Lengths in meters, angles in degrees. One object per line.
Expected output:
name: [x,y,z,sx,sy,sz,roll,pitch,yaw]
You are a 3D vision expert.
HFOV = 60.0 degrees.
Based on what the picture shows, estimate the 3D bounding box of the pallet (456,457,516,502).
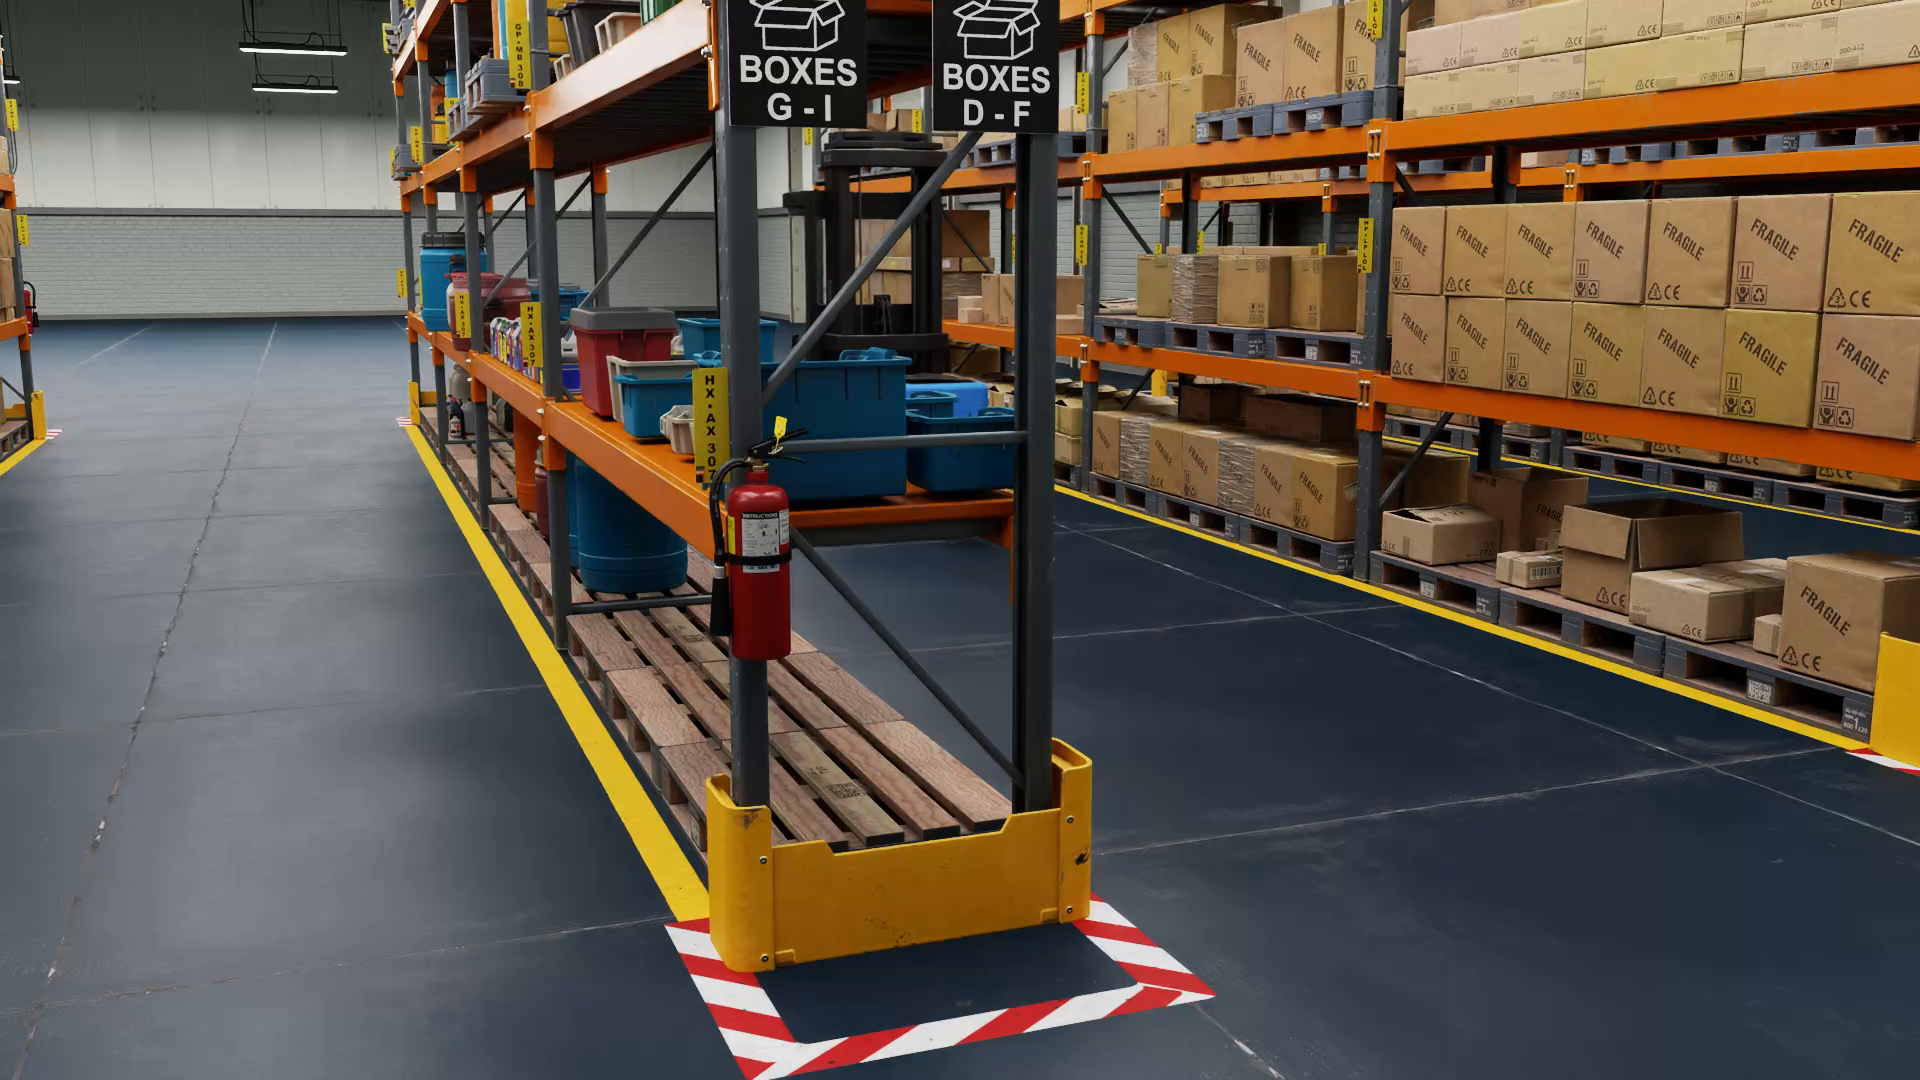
pallet: [-3.779,-0.542,14.365,1.003,0.211,1.213,-4,11,-21]

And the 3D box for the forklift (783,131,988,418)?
forklift: [-0.783,-1.769,13.495,1.130,2.935,3.031,-4,11,-21]

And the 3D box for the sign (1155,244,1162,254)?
sign: [2.733,-3.913,22.884,0.100,0.325,0.005,-4,11,-21]

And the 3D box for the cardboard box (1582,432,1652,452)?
cardboard box: [6.282,-1.236,15.242,0.750,0.750,0.750,-4,11,-22]

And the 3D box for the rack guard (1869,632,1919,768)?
rack guard: [4.393,0.623,6.989,1.175,0.500,0.348,-4,11,-21]

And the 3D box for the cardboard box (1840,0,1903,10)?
cardboard box: [3.997,-2.312,6.788,0.500,0.250,0.500,-4,11,-21]

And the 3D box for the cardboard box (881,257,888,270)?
cardboard box: [-0.685,-3.161,18.985,0.380,0.149,0.250,-4,11,-19]

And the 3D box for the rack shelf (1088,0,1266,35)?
rack shelf: [2.247,-3.977,11.779,1.077,0.370,4.000,-4,11,-21]

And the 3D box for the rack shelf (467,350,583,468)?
rack shelf: [-2.372,-0.907,10.506,1.077,0.370,4.000,-4,11,-21]

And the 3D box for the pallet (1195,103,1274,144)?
pallet: [2.422,-2.912,11.699,1.213,0.211,1.003,-4,11,-21]

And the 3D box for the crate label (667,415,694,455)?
crate label: [-0.877,-0.395,6.156,0.396,0.136,0.243,-4,11,-21]

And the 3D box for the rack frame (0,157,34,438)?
rack frame: [-10.612,-2.579,17.852,1.000,3.000,0.127,-4,11,-21]

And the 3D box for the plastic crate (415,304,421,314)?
plastic crate: [-5.971,-2.597,18.706,0.298,0.136,0.250,-4,11,-21]

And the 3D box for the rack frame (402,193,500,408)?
rack frame: [-5.995,-2.893,19.619,1.000,3.000,0.127,-4,11,-21]

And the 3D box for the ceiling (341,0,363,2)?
ceiling: [-21.032,-15.884,49.828,6.000,0.001,6.000,-4,11,-21]

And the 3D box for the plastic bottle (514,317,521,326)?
plastic bottle: [-3.099,-1.445,11.831,0.152,0.276,0.135,-4,11,-21]

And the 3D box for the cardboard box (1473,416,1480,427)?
cardboard box: [5.750,-1.407,17.149,0.700,0.500,0.500,-4,11,-21]

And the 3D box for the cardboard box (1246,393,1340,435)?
cardboard box: [2.478,-0.943,12.394,0.500,0.250,0.500,-4,11,-22]

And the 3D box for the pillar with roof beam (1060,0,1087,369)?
pillar with roof beam: [-1.888,-7.122,26.264,9.100,9.000,0.548,-4,11,-21]

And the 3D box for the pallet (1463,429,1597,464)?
pallet: [5.856,-0.971,16.774,1.003,0.211,1.213,-4,11,-21]

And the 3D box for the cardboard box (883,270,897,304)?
cardboard box: [-0.470,-2.843,19.052,0.700,0.500,0.500,-4,11,-20]

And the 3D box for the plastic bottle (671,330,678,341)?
plastic bottle: [-1.704,-1.109,9.921,0.061,0.283,0.133,-4,11,-21]

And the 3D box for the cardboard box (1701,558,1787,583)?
cardboard box: [4.126,0.272,8.421,0.500,0.250,0.500,-4,11,-21]

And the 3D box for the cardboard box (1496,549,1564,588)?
cardboard box: [3.245,0.153,9.328,0.380,0.166,0.250,-4,11,-21]

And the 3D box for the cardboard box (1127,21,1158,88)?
cardboard box: [1.674,-3.848,13.280,0.500,0.500,0.500,-4,11,-21]

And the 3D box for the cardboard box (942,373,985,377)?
cardboard box: [-0.010,-1.600,17.399,0.500,0.311,0.500,-4,11,-21]

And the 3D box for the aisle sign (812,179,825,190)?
aisle sign: [-1.687,-4.478,21.106,0.394,0.787,0.004,-4,11,-21]

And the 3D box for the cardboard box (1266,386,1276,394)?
cardboard box: [4.127,-1.944,21.169,0.380,0.149,0.250,-5,11,-25]

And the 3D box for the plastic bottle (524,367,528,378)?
plastic bottle: [-2.539,-1.119,9.999,0.152,0.276,0.135,-4,11,-21]

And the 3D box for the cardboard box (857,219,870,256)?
cardboard box: [-0.822,-3.641,19.836,0.700,0.500,0.500,-4,11,-21]

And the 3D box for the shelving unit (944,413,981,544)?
shelving unit: [0.003,-0.442,11.834,0.258,0.900,0.210,-4,11,-21]

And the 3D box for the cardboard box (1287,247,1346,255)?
cardboard box: [4.228,-3.232,19.752,0.500,0.500,0.500,-4,11,-21]

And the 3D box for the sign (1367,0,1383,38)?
sign: [2.455,-3.137,9.827,0.100,0.325,0.005,-4,11,-21]

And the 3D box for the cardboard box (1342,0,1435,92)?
cardboard box: [2.857,-3.117,10.543,0.600,0.600,0.600,-5,11,-26]

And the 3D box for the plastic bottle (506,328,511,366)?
plastic bottle: [-2.925,-1.277,10.902,0.097,0.271,0.097,0,10,0]

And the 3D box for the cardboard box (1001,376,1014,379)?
cardboard box: [0.681,-1.550,17.123,0.500,0.311,0.500,-4,11,-19]

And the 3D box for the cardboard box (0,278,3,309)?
cardboard box: [-10.004,-2.524,16.412,0.875,0.500,0.500,-4,11,-21]

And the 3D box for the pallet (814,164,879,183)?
pallet: [-1.145,-4.523,20.470,1.003,0.211,1.213,-4,11,-21]

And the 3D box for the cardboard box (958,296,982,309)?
cardboard box: [0.291,-2.402,17.289,0.500,0.250,0.500,-3,11,-17]

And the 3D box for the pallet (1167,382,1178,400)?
pallet: [3.527,-2.002,22.570,1.003,0.211,1.213,-4,11,-21]

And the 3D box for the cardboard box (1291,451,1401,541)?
cardboard box: [2.525,-0.296,10.902,0.500,0.500,0.500,-4,11,-21]

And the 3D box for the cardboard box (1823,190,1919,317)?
cardboard box: [4.003,-1.192,6.915,0.500,0.500,0.500,-4,11,-21]

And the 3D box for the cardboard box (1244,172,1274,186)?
cardboard box: [3.867,-4.643,20.549,0.500,0.500,0.500,-4,11,-23]

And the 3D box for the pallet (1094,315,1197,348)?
pallet: [1.833,-1.700,13.462,1.213,0.211,1.003,-4,11,-21]

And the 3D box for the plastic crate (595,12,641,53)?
plastic crate: [-1.177,-1.950,6.505,0.437,0.136,0.530,-4,11,-21]

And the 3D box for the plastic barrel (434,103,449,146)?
plastic barrel: [-5.464,-4.491,18.302,0.600,0.588,0.600,0,10,0]

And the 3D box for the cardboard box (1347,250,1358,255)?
cardboard box: [4.841,-3.049,18.957,0.700,0.500,0.500,-4,11,-21]

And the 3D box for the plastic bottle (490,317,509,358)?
plastic bottle: [-3.241,-1.435,11.776,0.152,0.276,0.135,-4,11,-21]

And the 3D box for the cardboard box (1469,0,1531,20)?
cardboard box: [3.232,-3.099,9.070,0.700,0.500,0.500,-4,11,-21]

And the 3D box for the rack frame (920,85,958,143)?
rack frame: [0.072,-5.507,17.187,1.000,3.000,0.127,-4,11,-21]

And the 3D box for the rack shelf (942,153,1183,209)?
rack shelf: [0.797,-3.350,15.677,1.077,0.370,4.000,-4,11,-21]

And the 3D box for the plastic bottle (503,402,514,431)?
plastic bottle: [-4.586,-1.301,16.979,0.144,0.351,0.185,-4,11,-21]

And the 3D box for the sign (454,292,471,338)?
sign: [-3.606,-1.631,12.061,0.100,0.325,0.005,-4,11,-21]

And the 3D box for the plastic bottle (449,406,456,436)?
plastic bottle: [-5.028,-1.177,16.472,0.061,0.283,0.133,-3,11,-18]
